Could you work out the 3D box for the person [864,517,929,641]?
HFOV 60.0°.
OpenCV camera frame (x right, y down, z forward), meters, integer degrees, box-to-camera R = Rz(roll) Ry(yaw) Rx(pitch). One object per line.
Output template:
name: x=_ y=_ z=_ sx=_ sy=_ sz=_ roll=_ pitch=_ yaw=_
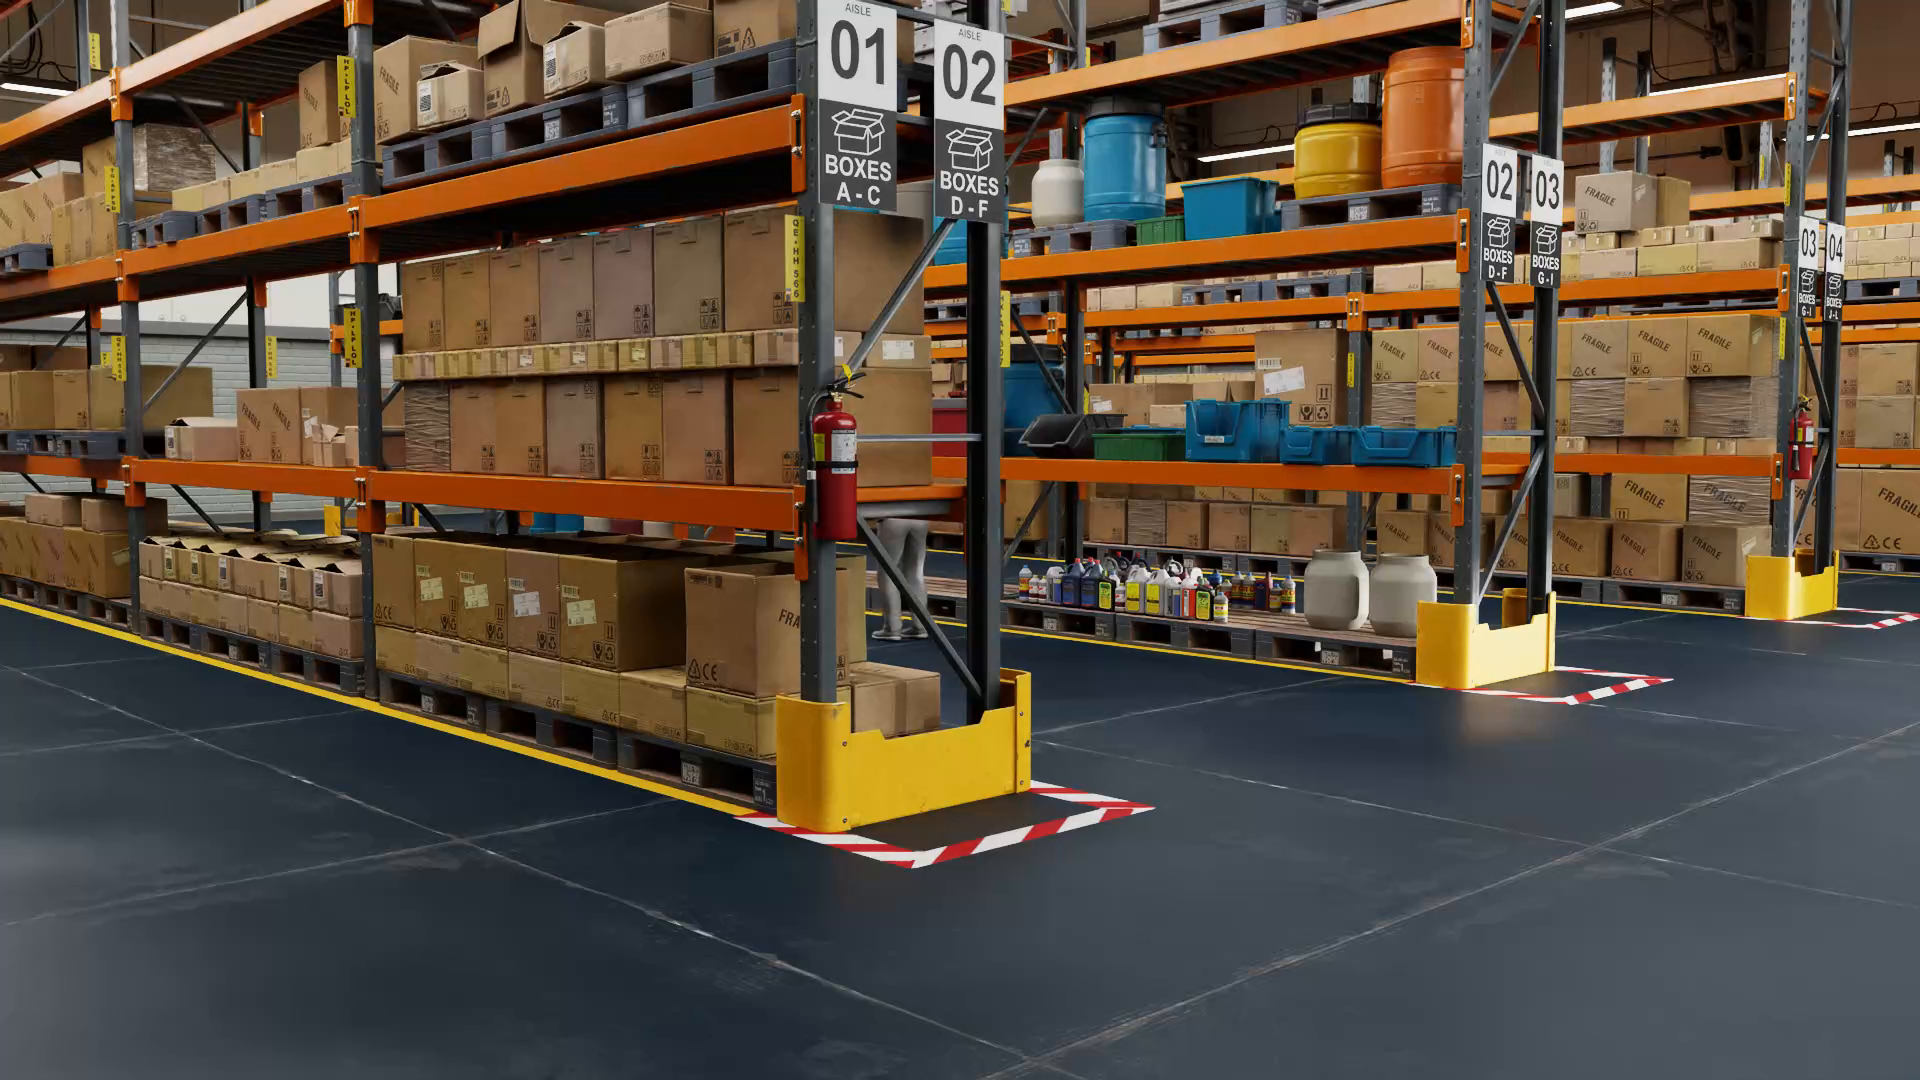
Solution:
person: x=-0.463 y=-0.124 z=12.083 sx=0.450 sy=1.690 sz=0.532 roll=-3 pitch=5 yaw=-36
